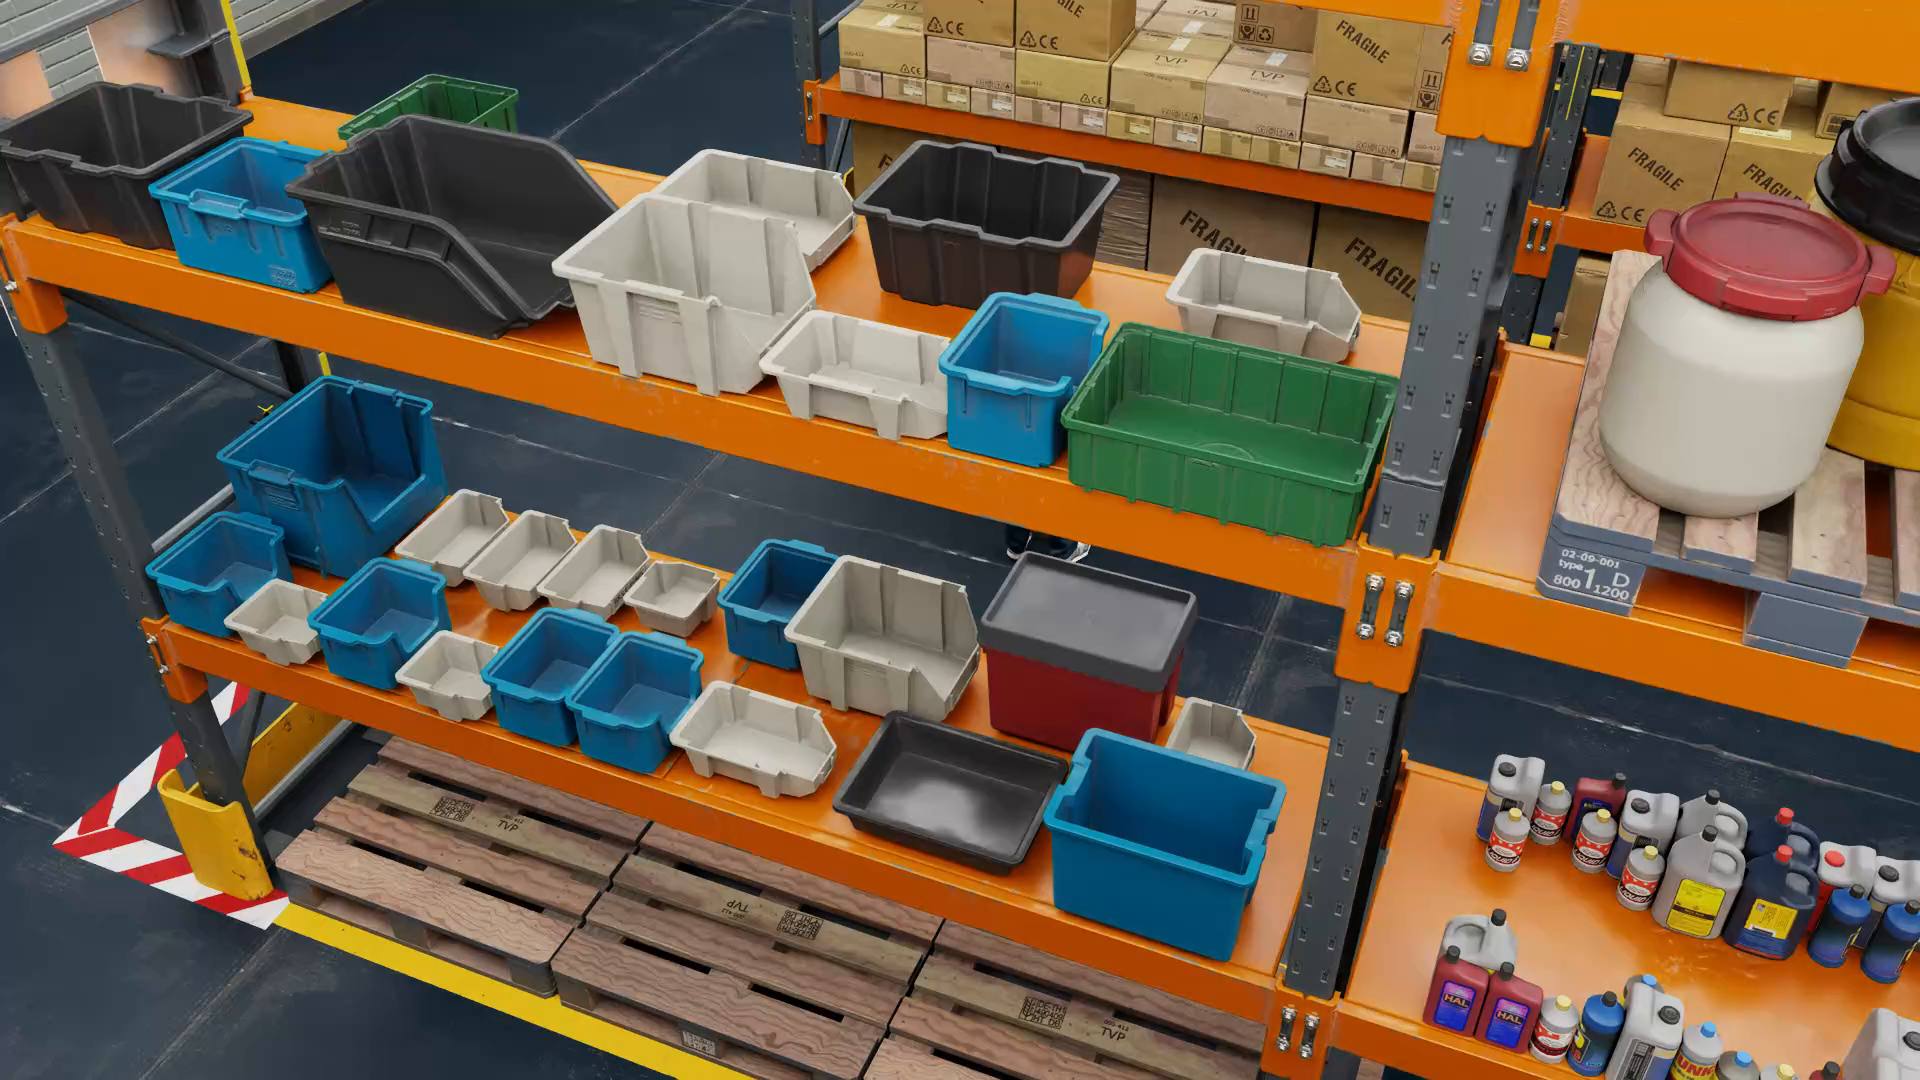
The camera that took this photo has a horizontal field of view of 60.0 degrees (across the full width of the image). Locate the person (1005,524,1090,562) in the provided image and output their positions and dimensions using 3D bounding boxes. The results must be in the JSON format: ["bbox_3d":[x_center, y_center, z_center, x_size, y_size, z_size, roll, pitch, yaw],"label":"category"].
[{"bbox_3d":[0.373,-0.559,7.543,0.459,1.591,0.346,14,40,17],"label":"person"}]
